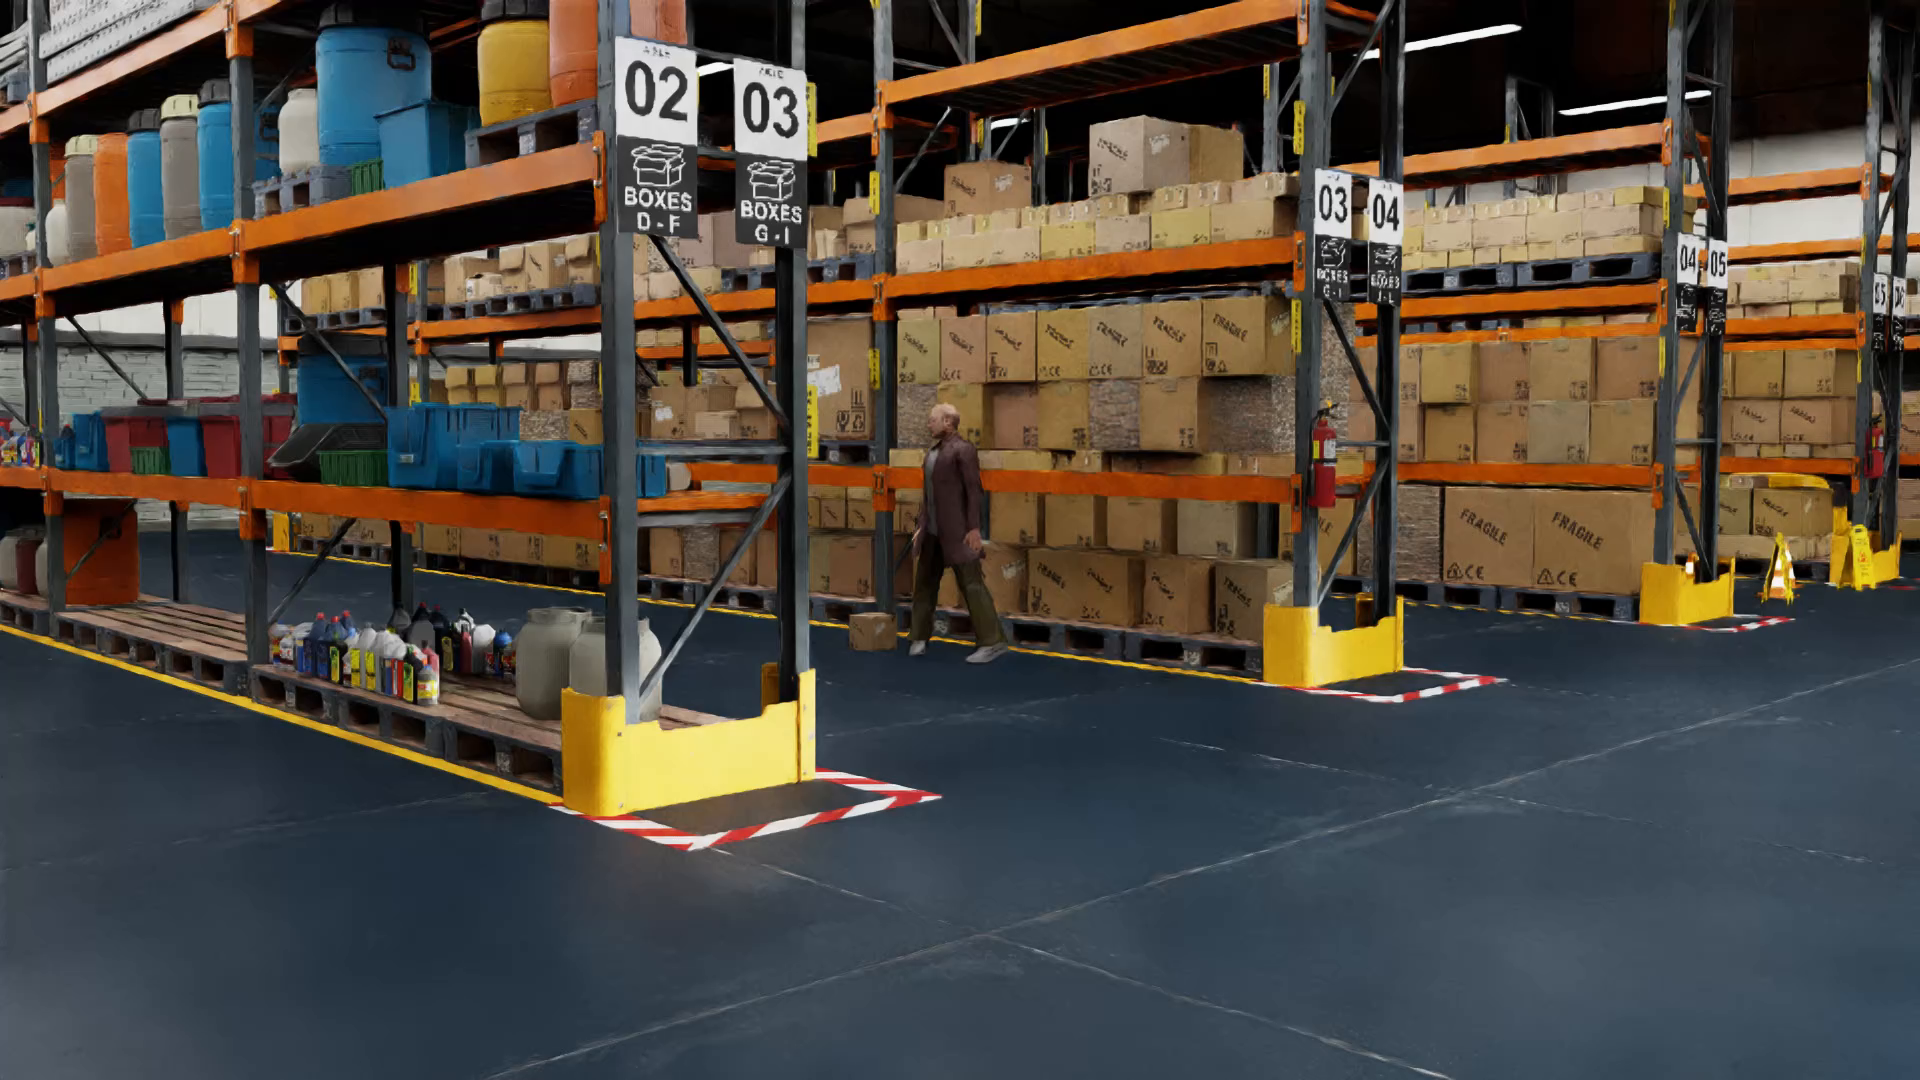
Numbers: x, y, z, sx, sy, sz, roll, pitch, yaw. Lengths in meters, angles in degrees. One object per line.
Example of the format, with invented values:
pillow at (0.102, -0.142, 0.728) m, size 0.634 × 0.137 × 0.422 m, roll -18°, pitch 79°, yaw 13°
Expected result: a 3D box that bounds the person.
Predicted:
person at (-0.059, -0.050, 11.498) m, size 0.627 × 1.787 × 0.649 m, roll -3°, pitch 5°, yaw -34°
